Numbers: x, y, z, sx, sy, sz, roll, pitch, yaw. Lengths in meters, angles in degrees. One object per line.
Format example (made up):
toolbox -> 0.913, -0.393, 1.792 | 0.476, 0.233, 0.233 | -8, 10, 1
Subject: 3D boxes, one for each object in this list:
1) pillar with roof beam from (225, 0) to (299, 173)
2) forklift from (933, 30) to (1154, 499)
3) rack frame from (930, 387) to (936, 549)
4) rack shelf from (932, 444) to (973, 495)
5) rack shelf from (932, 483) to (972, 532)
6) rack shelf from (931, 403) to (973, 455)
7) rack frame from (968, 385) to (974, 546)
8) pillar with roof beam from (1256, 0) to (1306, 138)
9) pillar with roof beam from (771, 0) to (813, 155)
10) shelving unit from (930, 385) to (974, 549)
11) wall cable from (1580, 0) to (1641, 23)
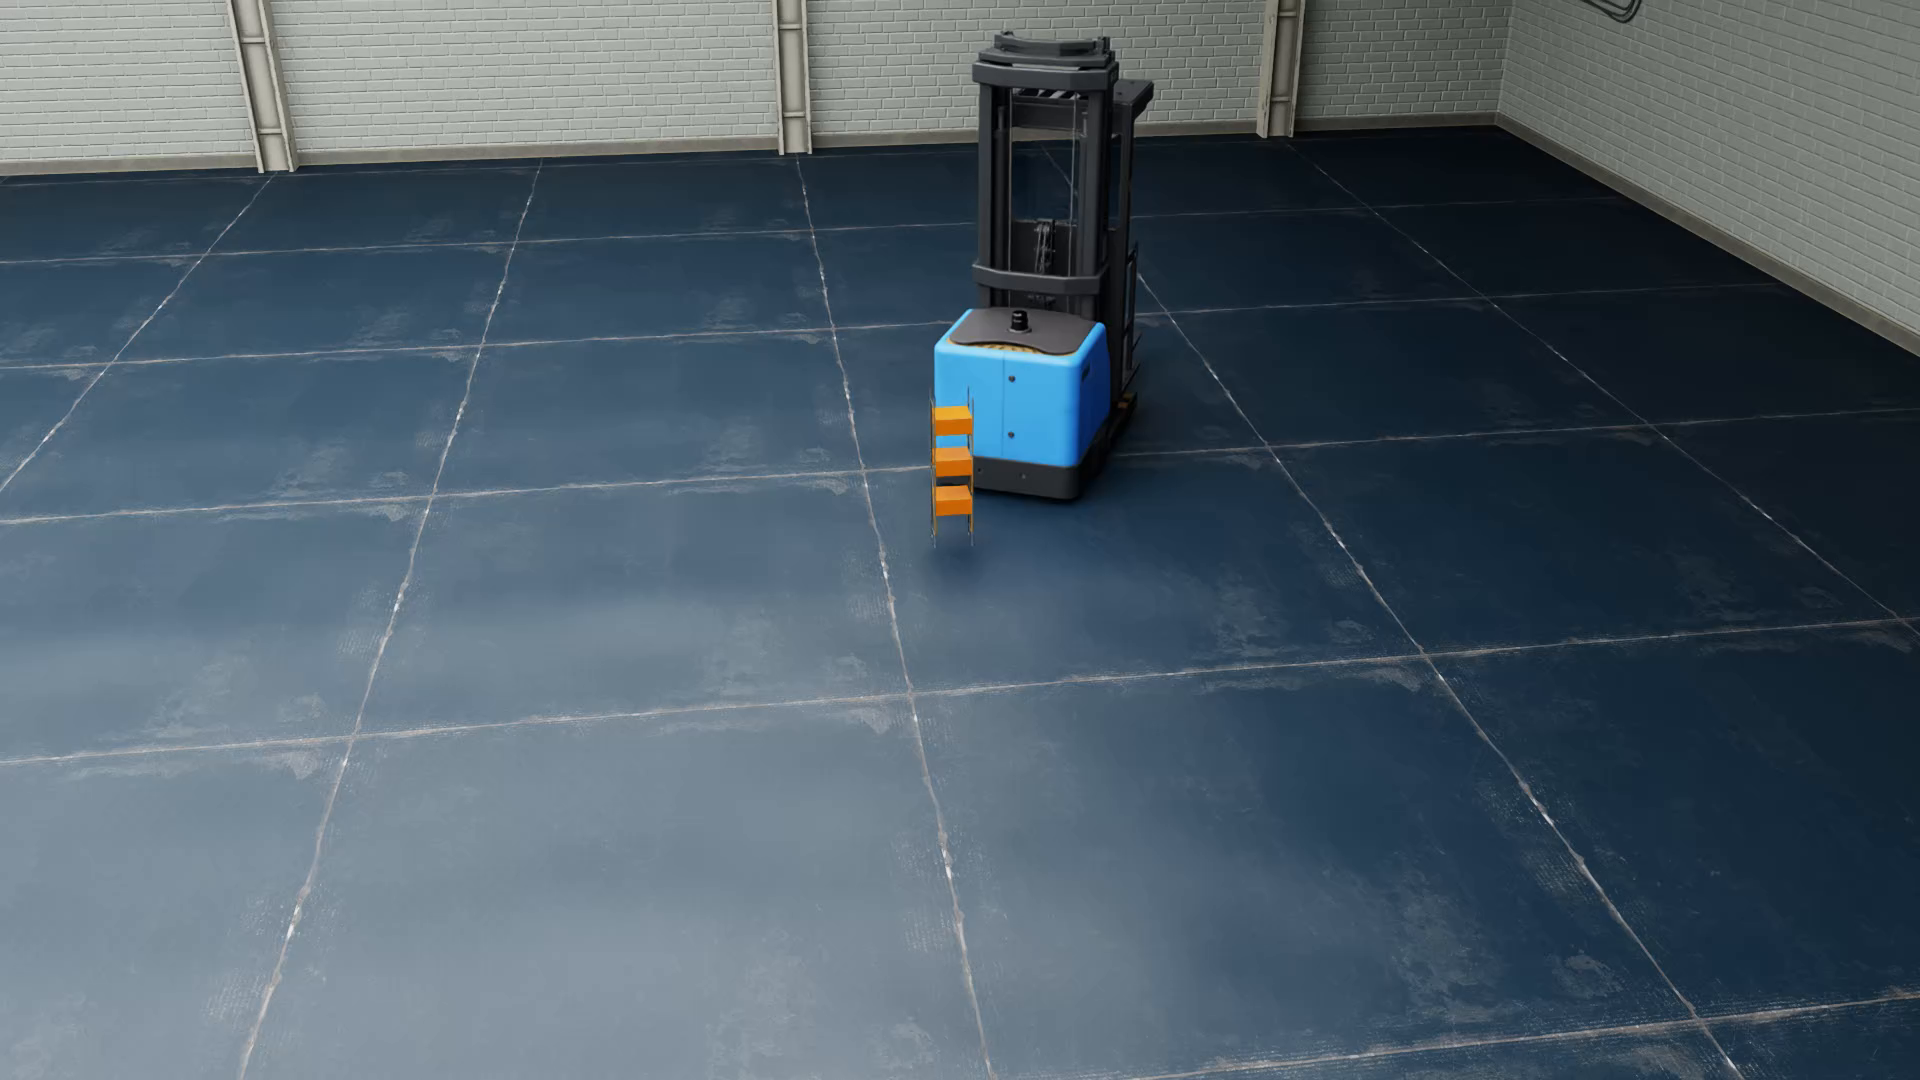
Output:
pillar with roof beam -> -7.335, -6.385, 13.540 | 0.400, 9.000, 9.100 | -4, 27, -7
forklift -> 0.738, -2.237, 12.102 | 1.130, 2.935, 3.031 | 8, 28, 15
rack frame -> -0.174, -0.456, 10.691 | 0.008, 1.050, 0.200 | -4, 27, -7
rack shelf -> -0.053, -0.454, 10.711 | 0.240, 0.259, 0.215 | -4, 27, -7
rack shelf -> -0.053, -0.207, 10.838 | 0.240, 0.259, 0.215 | -4, 27, -7
rack shelf -> -0.053, -0.707, 10.581 | 0.240, 0.259, 0.215 | -4, 27, -7
rack frame -> 0.068, -0.471, 10.721 | 0.008, 1.050, 0.200 | -4, 27, -7
pillar with roof beam -> 4.548, -7.149, 15.027 | 0.400, 9.000, 9.100 | -4, 27, -7
pillar with roof beam -> -1.394, -6.767, 14.284 | 0.400, 9.000, 9.100 | -4, 27, -7
shelving unit -> -0.053, -0.464, 10.706 | 0.252, 1.050, 0.215 | -4, 27, -7
wall cable -> 7.050, -7.303, 18.729 | 0.112, 2.526, 3.097 | -4, 27, -7
